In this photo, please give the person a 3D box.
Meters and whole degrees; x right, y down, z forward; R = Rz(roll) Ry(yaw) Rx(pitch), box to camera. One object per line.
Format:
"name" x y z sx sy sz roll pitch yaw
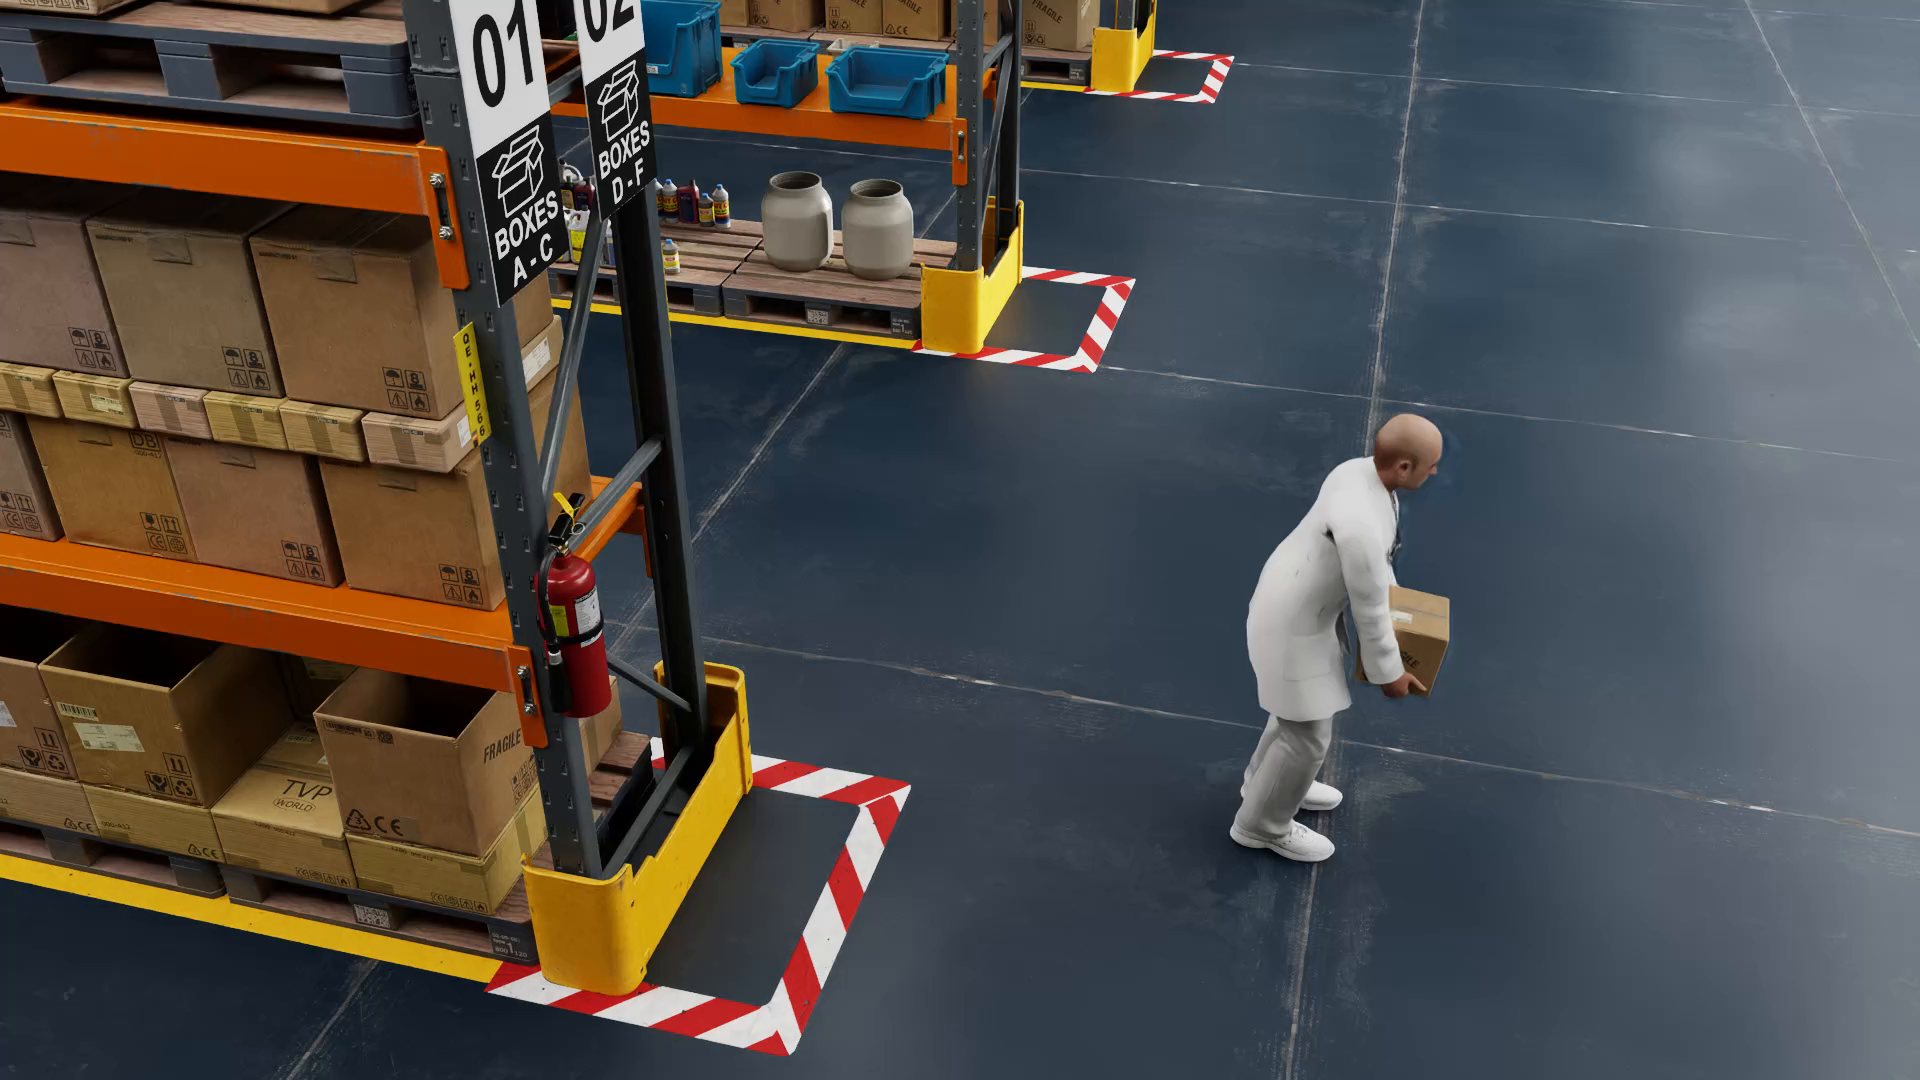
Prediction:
"person" 1.289 0.335 5.683 0.618 1.720 0.541 7 33 12
